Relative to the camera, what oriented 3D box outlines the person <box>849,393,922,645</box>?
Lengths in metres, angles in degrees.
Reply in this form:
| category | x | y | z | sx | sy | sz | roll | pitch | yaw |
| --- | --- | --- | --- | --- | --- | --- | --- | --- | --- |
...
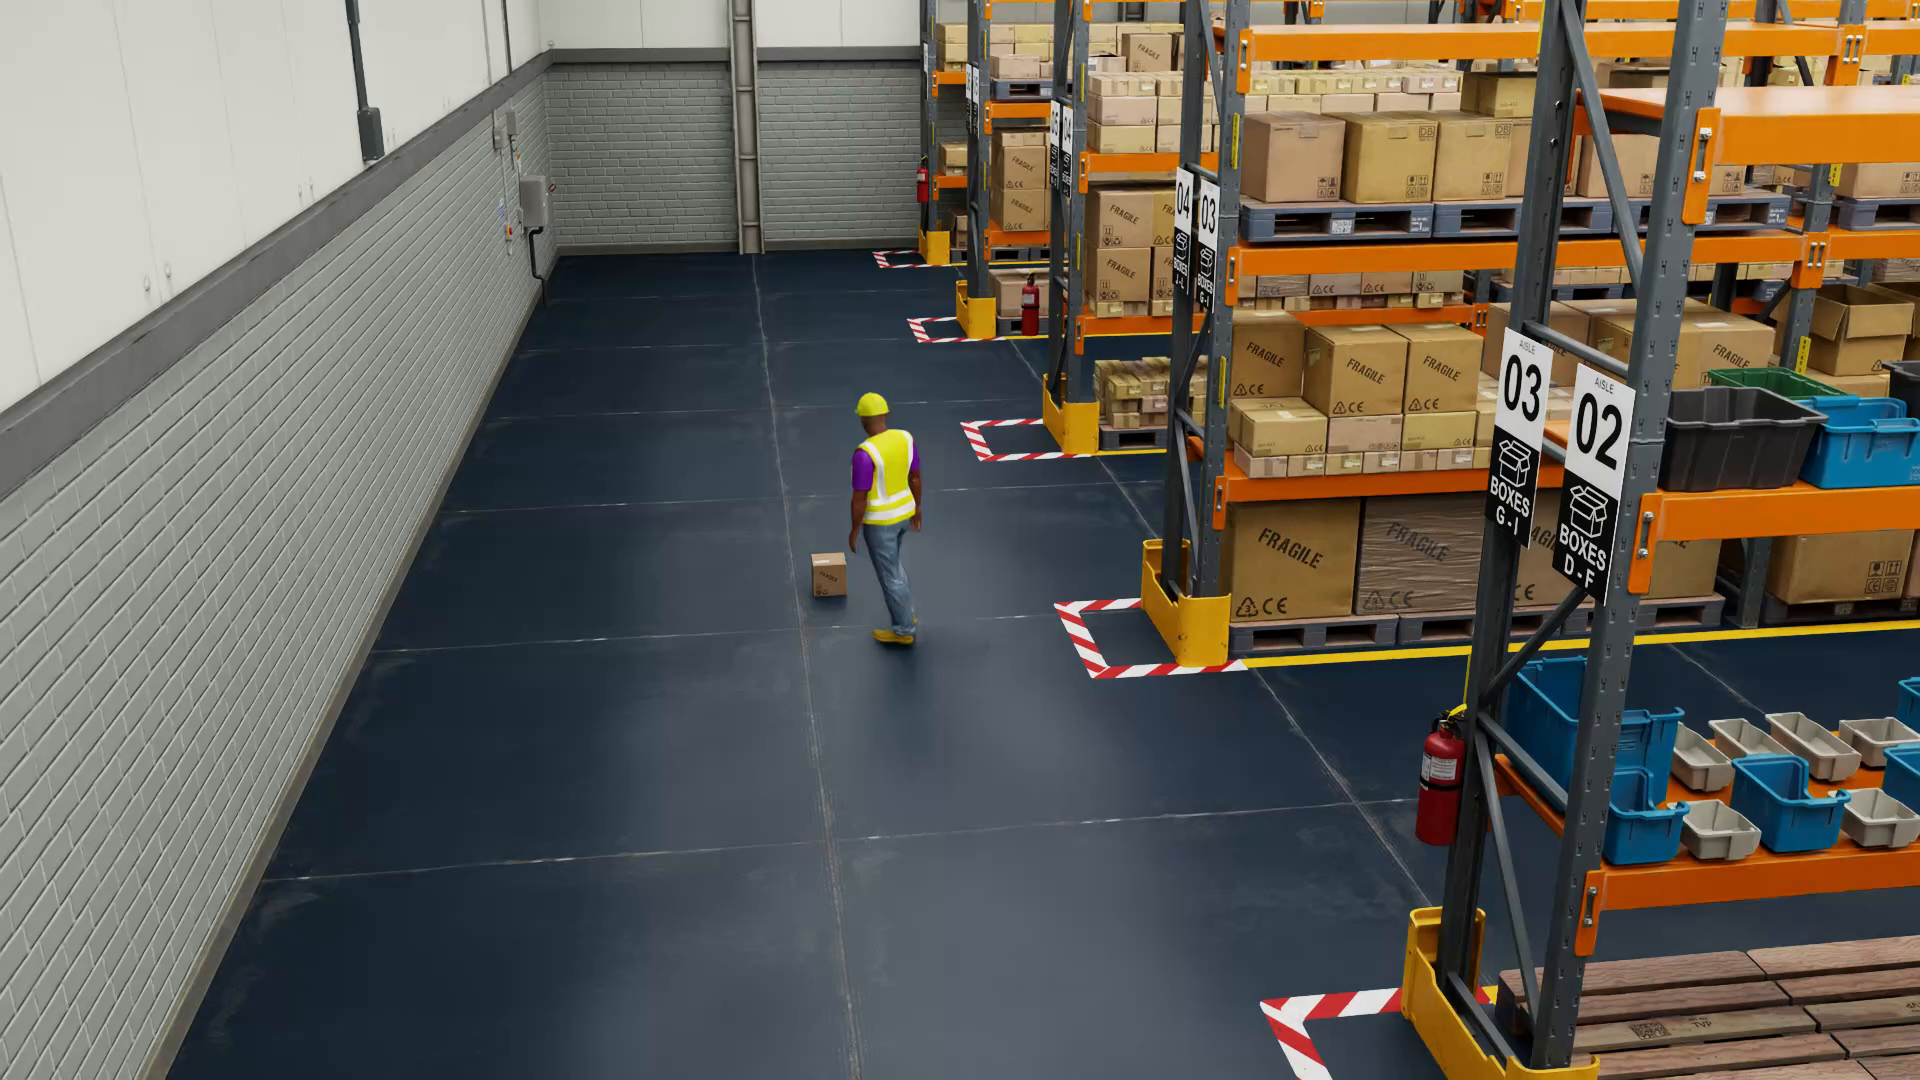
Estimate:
| category | x | y | z | sx | sy | sz | roll | pitch | yaw |
| --- | --- | --- | --- | --- | --- | --- | --- | --- | --- |
| person | -0.504 | -0.140 | 11.387 | 0.475 | 1.777 | 0.606 | 13 | 23 | 31 |
